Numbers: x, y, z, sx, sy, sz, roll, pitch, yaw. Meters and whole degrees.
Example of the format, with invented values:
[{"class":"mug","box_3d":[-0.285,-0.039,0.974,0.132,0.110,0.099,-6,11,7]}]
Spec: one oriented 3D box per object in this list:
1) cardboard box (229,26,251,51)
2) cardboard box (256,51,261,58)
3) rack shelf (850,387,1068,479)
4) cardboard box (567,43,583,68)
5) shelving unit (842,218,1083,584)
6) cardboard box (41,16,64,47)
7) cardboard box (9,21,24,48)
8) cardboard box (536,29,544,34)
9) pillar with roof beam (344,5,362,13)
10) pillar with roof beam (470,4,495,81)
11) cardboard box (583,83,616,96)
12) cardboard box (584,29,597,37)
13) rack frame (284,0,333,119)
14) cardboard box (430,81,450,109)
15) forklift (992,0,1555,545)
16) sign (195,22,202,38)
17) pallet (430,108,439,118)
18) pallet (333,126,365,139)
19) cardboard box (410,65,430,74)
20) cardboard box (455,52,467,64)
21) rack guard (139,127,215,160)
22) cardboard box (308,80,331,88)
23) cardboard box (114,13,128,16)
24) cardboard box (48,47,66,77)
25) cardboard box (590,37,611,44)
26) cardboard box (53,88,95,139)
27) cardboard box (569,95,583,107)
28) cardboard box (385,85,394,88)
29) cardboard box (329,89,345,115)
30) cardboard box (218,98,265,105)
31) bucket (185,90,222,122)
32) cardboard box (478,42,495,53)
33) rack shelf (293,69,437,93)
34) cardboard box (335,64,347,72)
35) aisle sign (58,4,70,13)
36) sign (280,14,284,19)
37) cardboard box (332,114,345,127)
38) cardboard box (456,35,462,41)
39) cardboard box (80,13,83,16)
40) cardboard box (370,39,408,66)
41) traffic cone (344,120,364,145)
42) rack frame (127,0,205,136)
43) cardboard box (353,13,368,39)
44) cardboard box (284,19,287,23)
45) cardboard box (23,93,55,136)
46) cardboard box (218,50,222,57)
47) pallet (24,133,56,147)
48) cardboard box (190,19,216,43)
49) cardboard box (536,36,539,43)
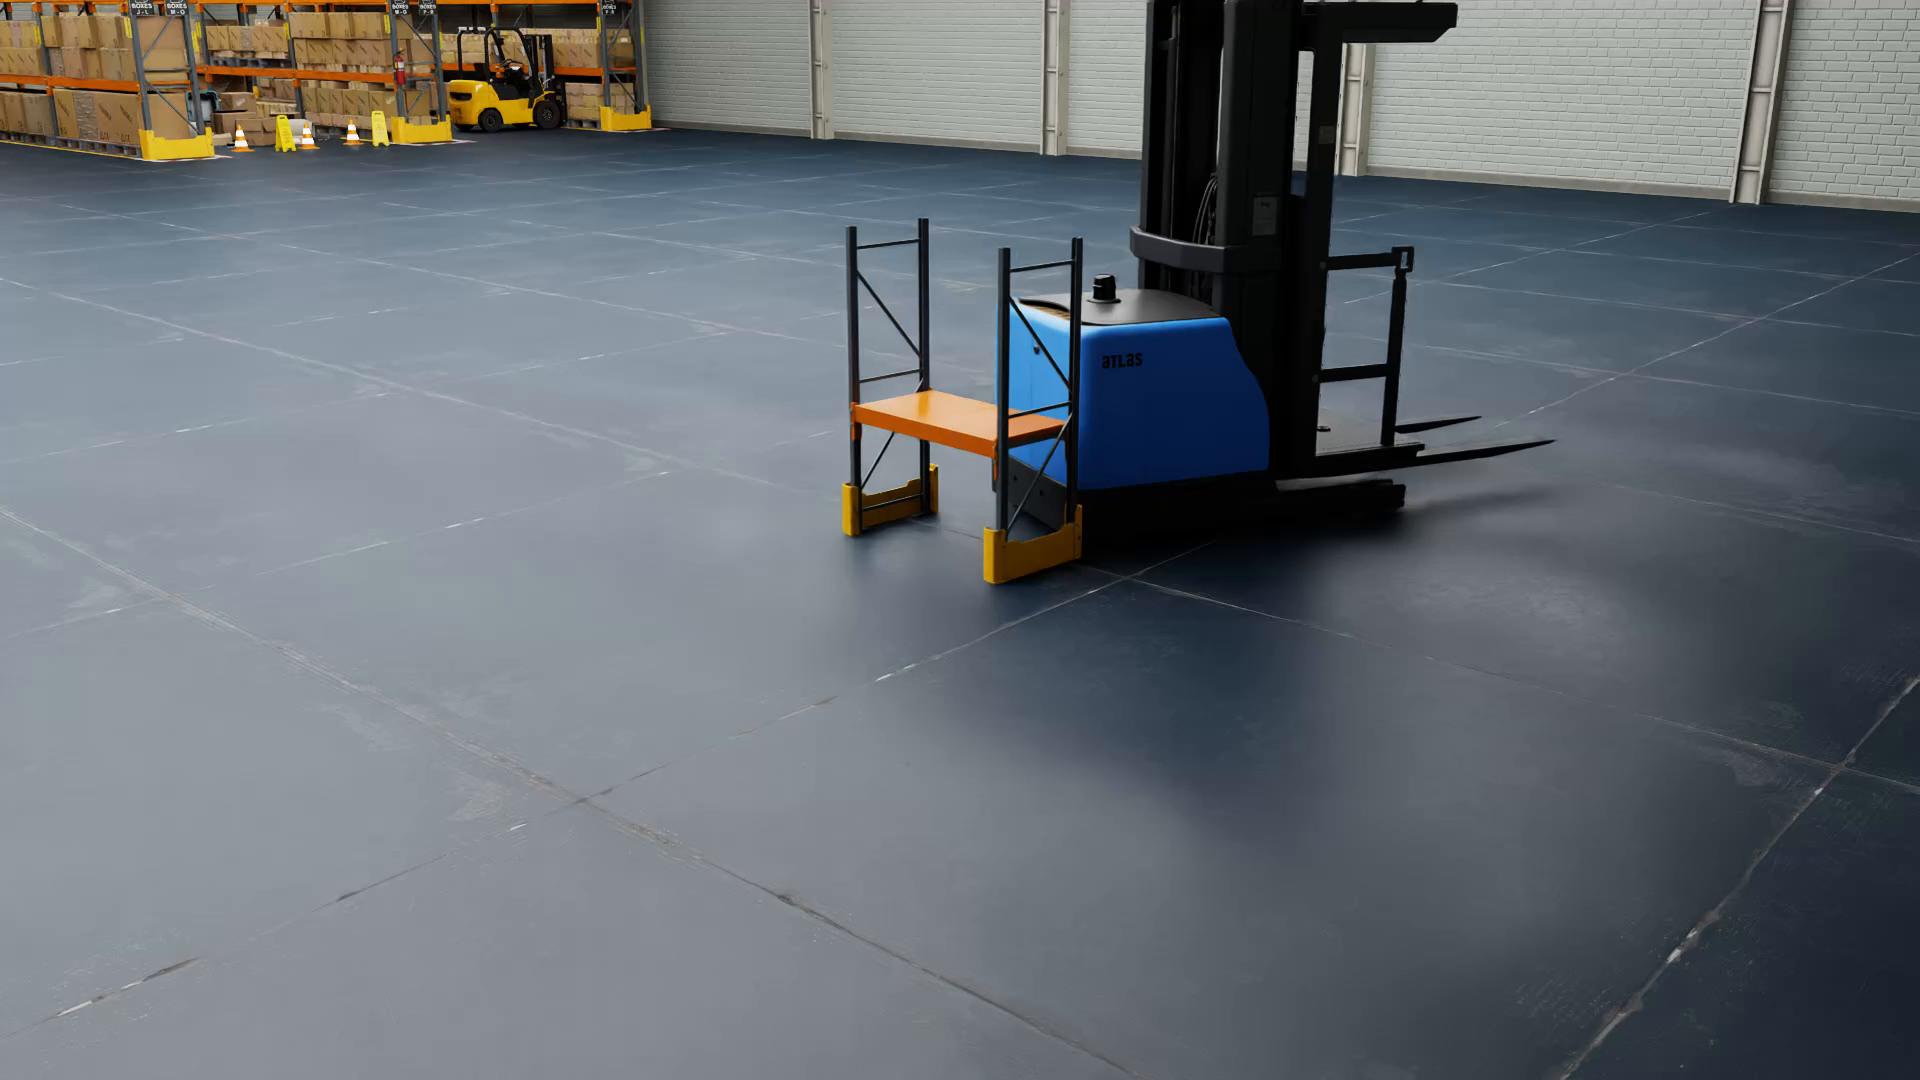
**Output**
[{"class":"cardboard box","box_3d":[-15.653,-11.001,36.466,0.500,0.500,0.500,16,23,40]},{"class":"cardboard box","box_3d":[-14.962,-10.489,35.923,0.250,0.149,0.380,15,23,39]},{"class":"rack shelf","box_3d":[0.005,-0.519,7.861,0.538,0.185,1.000,-16,24,-41]},{"class":"cardboard box","box_3d":[-8.281,-10.673,36.618,0.500,0.500,0.500,16,24,41]},{"class":"shelving unit","box_3d":[-0.001,-0.692,7.813,0.587,1.500,1.083,-16,24,-41]},{"class":"cardboard box","box_3d":[-16.597,-9.523,31.127,0.550,0.550,0.875,15,23,39]},{"class":"cardboard box","box_3d":[-17.989,-9.846,32.359,0.500,0.500,0.700,15,23,40]},{"class":"cardboard box","box_3d":[-9.291,-11.410,37.375,0.250,0.149,0.380,15,23,39]},{"class":"pillar with roof beam","box_3d":[-19.112,-15.118,40.873,0.400,9.000,9.100,15,23,39]},{"class":"pillar with roof beam","box_3d":[-14.624,-13.914,37.077,0.400,9.000,9.100,15,23,39]},{"class":"cardboard box","box_3d":[-7.908,-9.868,36.445,0.500,0.250,0.500,16,24,41]},{"class":"cardboard box","box_3d":[-7.970,-11.045,36.226,0.250,0.149,0.380,15,23,39]},{"class":"rack frame","box_3d":[-13.640,-10.159,35.164,0.127,3.000,1.000,15,23,39]},{"class":"cardboard box","box_3d":[-12.389,-10.897,40.719,0.625,0.625,0.875,16,24,41]},{"class":"forklift","box_3d":[1.732,-1.644,8.445,3.031,2.935,1.130,-7,19,-22]},{"class":"sign","box_3d":[-16.998,-11.388,37.122,0.005,0.325,0.100,15,23,39]},{"class":"pallet","box_3d":[-12.750,-10.583,41.109,1.213,0.211,1.003,15,23,39]},{"class":"pallet","box_3d":[-12.198,-8.458,34.415,1.213,0.211,1.003,15,23,39]},{"class":"cardboard box","box_3d":[-10.765,-9.351,33.034,0.250,0.149,0.380,15,23,39]},{"class":"cardboard box","box_3d":[-11.630,-11.460,39.510,0.500,0.250,0.500,15,23,40]},{"class":"rack guard","box_3d":[-13.841,-7.020,29.404,0.348,0.500,1.175,15,23,39]},{"class":"cardboard box","box_3d":[-13.325,-9.497,34.617,0.250,0.149,0.380,15,23,40]},{"class":"cardboard box","box_3d":[-20.065,-12.589,39.929,0.250,0.149,0.380,14,23,38]},{"class":"cardboard box","box_3d":[-16.567,-9.019,31.324,0.550,0.550,0.875,15,23,39]},{"class":"cardboard box","box_3d":[-7.802,-10.843,36.081,0.250,0.149,0.380,15,23,40]},{"class":"cardboard box","box_3d":[-16.426,-8.064,31.381,0.875,0.875,0.875,15,23,40]},{"class":"cardboard box","box_3d":[-8.296,-9.738,36.861,0.500,0.250,0.500,15,23,39]},{"class":"cardboard box","box_3d":[-14.167,-11.234,41.989,0.500,0.500,0.500,15,23,38]},{"class":"cardboard box","box_3d":[-12.583,-9.017,34.178,0.500,0.500,0.500,17,24,42]},{"class":"cardboard box","box_3d":[-16.216,-9.794,37.664,0.625,0.372,0.950,13,22,36]},{"class":"bucket","box_3d":[-15.218,-8.677,33.394,0.726,0.611,0.620,-9,10,-27]},{"class":"cardboard box","box_3d":[-10.885,-11.490,38.781,0.500,0.250,0.500,14,23,38]},{"class":"rack shelf","box_3d":[-12.144,-9.415,34.008,4.000,0.370,1.077,15,23,39]},{"class":"cardboard box","box_3d":[-12.460,-9.600,33.819,0.250,0.149,0.380,15,23,39]},{"class":"aisle sign","box_3d":[-22.862,-13.757,42.202,0.004,0.787,0.394,15,23,39]},{"class":"sign","box_3d":[-18.940,-14.516,46.457,0.005,0.325,0.100,15,23,39]},{"class":"cardboard box","box_3d":[-12.573,-8.659,34.287,0.500,0.250,0.500,15,23,39]},{"class":"cardboard box","box_3d":[-11.727,-11.908,39.437,0.250,0.149,0.380,15,23,40]},{"class":"cardboard box","box_3d":[-21.573,-13.004,41.238,0.250,0.149,0.380,15,23,40]},{"class":"cardboard box","box_3d":[-11.237,-9.592,32.720,0.500,0.500,0.500,15,23,38]},{"class":"traffic cone","box_3d":[-11.826,-7.941,32.370,0.334,0.463,0.336,15,23,39]},{"class":"rack frame","box_3d":[-13.859,-8.216,29.041,0.127,3.000,1.000,15,23,39]},{"class":"cardboard box","box_3d":[-11.549,-10.179,32.915,0.500,0.500,0.700,15,23,40]},{"class":"cardboard box","box_3d":[-14.638,-11.227,36.106,0.250,0.149,0.380,17,24,42]},{"class":"cardboard box","box_3d":[-17.374,-8.251,32.177,0.750,0.750,1.050,15,23,39]},{"class":"cardboard box","box_3d":[-16.323,-10.871,37.128,0.250,0.149,0.380,13,22,36]},{"class":"pallet","box_3d":[-17.478,-7.828,32.428,1.213,0.211,1.003,15,23,39]},{"class":"cardboard box","box_3d":[-17.192,-11.531,37.669,0.500,0.500,0.500,14,23,38]},{"class":"cardboard box","box_3d":[-9.346,-11.253,37.372,0.250,0.149,0.380,14,22,38]}]
